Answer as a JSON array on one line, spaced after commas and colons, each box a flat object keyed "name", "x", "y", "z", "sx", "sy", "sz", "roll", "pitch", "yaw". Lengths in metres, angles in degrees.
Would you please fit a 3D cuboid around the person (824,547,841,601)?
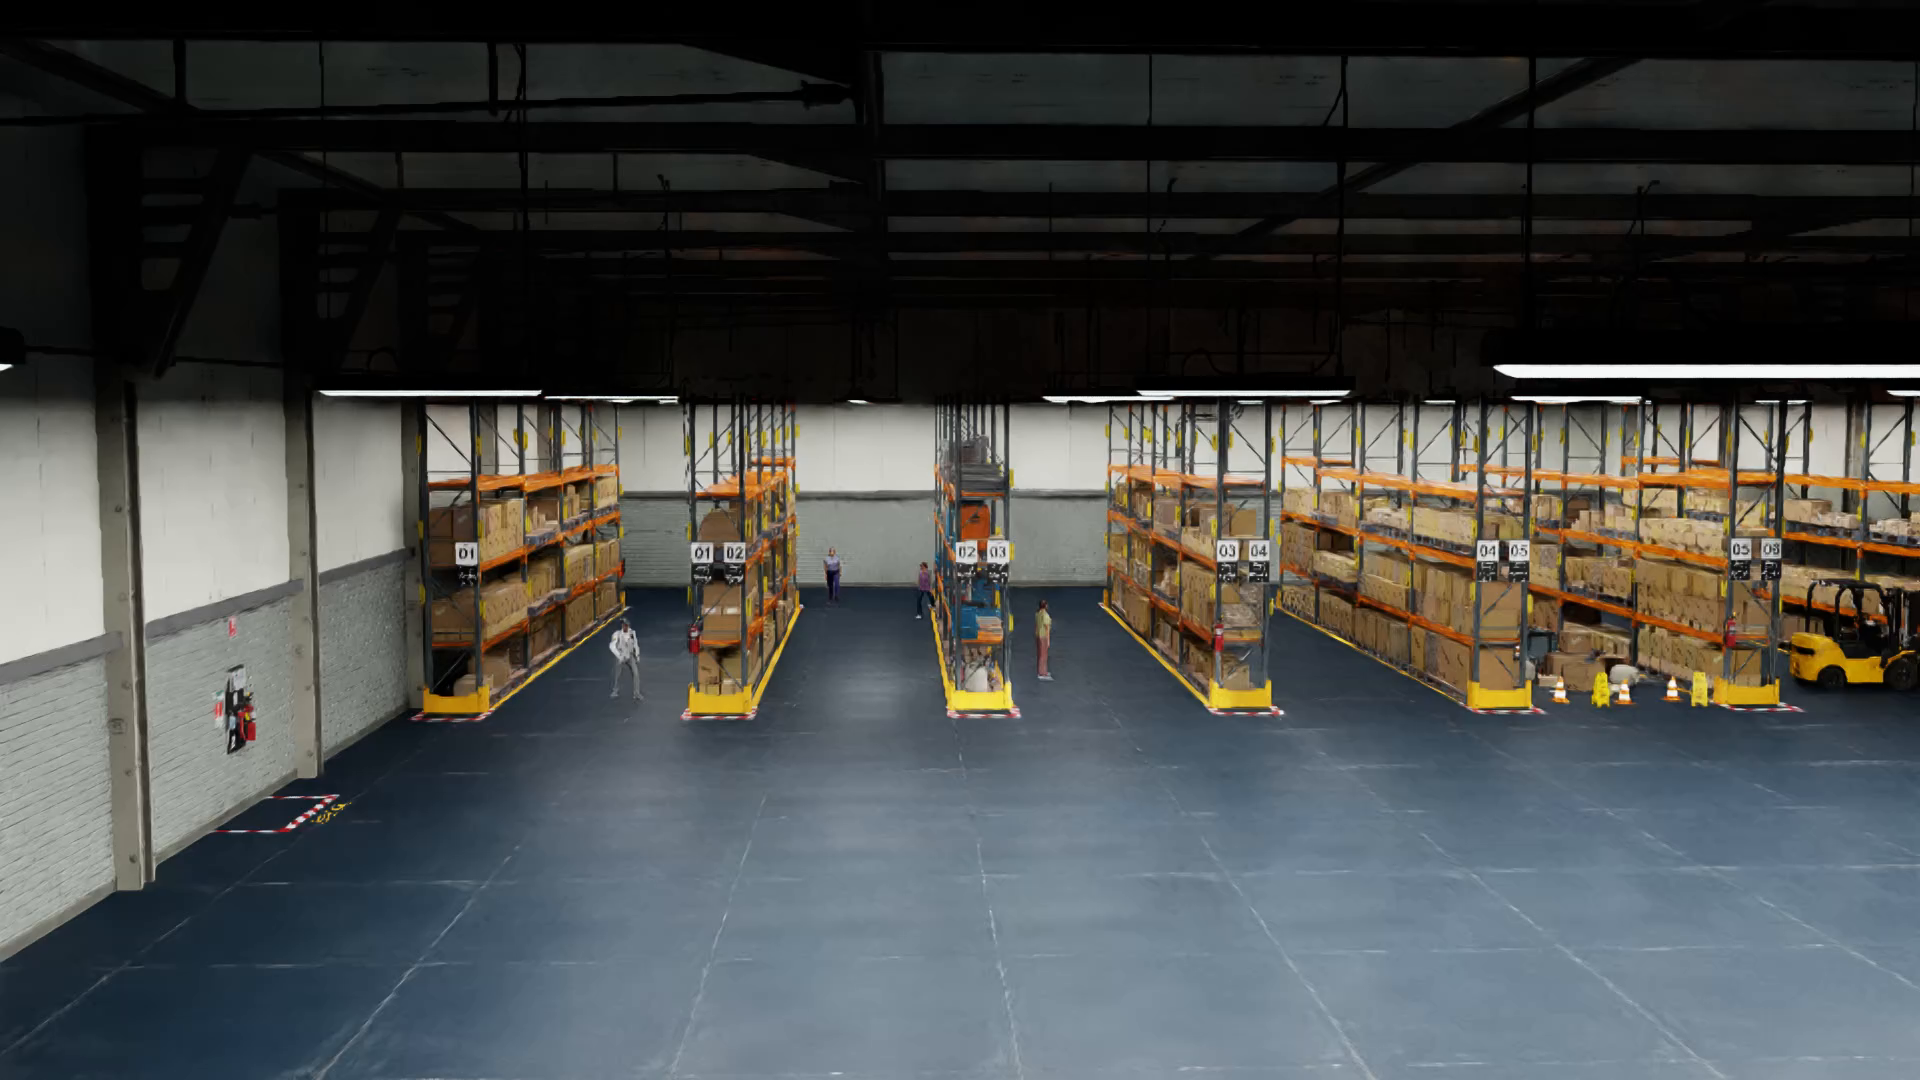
[{"name": "person", "x": -3.781, "y": 0.993, "z": 49.216, "sx": 0.479, "sy": 1.555, "sz": 1.090, "roll": 0, "pitch": 5, "yaw": 0}]

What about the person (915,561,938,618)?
[{"name": "person", "x": -0.916, "y": 1.329, "z": 45.196, "sx": 0.462, "sy": 1.533, "sz": 0.872, "roll": 2, "pitch": 5, "yaw": 19}]

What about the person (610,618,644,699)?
[{"name": "person", "x": -6.572, "y": 2.295, "z": 32.633, "sx": 0.630, "sy": 1.608, "sz": 0.811, "roll": -2, "pitch": 5, "yaw": -19}]

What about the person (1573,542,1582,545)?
[{"name": "person", "x": 18.620, "y": 0.892, "z": 49.999, "sx": 0.679, "sy": 1.659, "sz": 0.498, "roll": -3, "pitch": 5, "yaw": -29}]

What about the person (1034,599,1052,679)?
[{"name": "person", "x": 1.789, "y": 2.066, "z": 35.021, "sx": 0.452, "sy": 1.679, "sz": 0.538, "roll": -2, "pitch": 5, "yaw": -28}]
